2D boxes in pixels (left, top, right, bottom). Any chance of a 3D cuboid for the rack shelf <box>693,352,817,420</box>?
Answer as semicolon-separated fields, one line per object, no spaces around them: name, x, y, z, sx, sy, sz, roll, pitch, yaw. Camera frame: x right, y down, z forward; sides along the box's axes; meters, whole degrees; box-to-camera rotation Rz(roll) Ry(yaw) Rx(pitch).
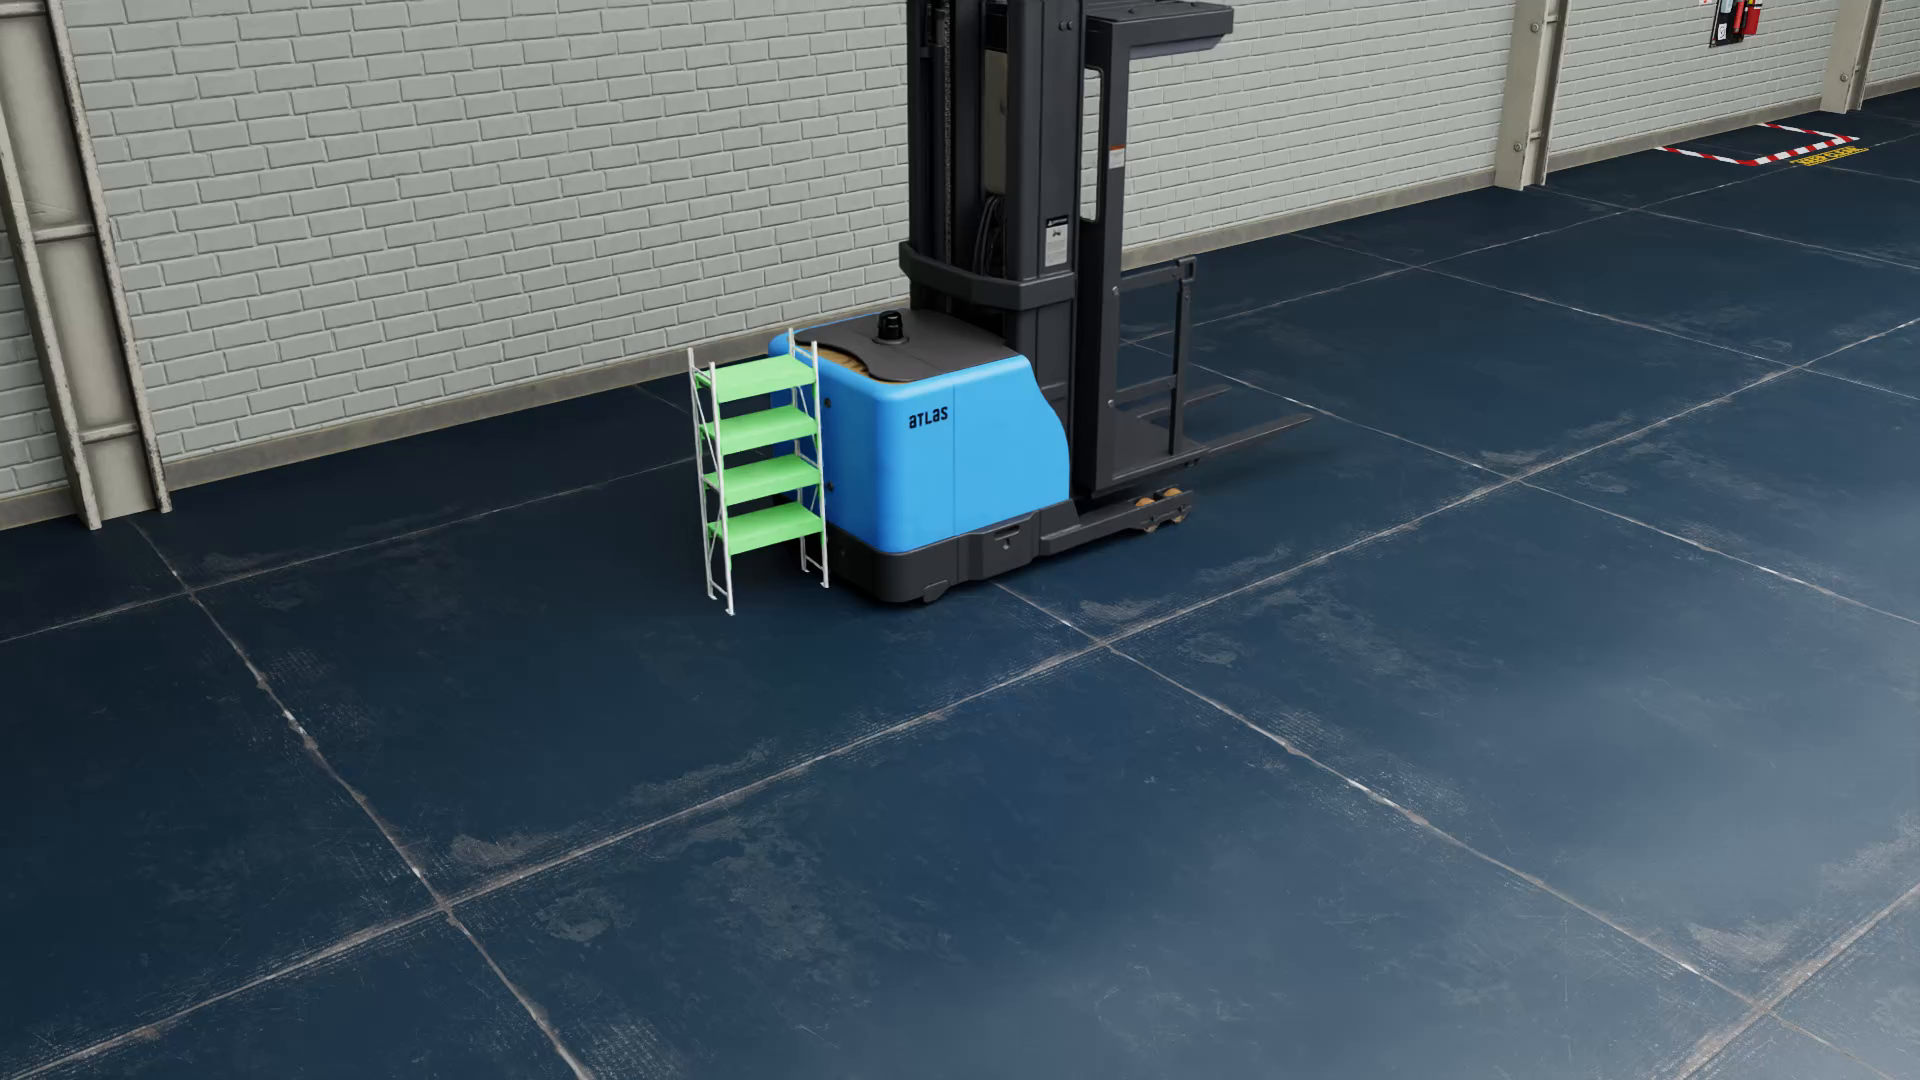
rack shelf;-0.900;-0.680;7.294;0.480;0.148;0.258;-16;29;-29

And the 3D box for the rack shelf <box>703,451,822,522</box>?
rack shelf;-0.895;-0.245;7.498;0.480;0.148;0.258;-16;29;-29

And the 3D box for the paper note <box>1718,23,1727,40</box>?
paper note;7.703;-5.136;16.799;0.142;0.148;0.016;-18;31;-34

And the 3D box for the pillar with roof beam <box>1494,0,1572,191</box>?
pillar with roof beam;7.788;-5.924;10.325;0.400;9.000;9.100;-18;31;-34

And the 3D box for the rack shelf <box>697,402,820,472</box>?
rack shelf;-0.897;-0.462;7.396;0.480;0.148;0.258;-16;29;-29

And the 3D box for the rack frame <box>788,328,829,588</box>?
rack frame;-0.690;-0.361;7.589;0.015;1.200;0.240;-16;29;-29

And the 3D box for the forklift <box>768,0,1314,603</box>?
forklift;0.562;-1.529;8.064;3.031;2.935;1.130;-18;30;-34

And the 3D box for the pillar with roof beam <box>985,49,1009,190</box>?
pillar with roof beam;3.067;-4.366;6.967;0.400;9.000;9.100;-18;31;-34

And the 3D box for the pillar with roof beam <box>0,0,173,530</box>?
pillar with roof beam;-1.655;-2.807;3.609;0.400;9.000;9.100;-18;31;-34

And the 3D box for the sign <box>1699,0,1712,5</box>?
sign;7.386;-5.465;16.420;0.234;0.329;0.001;-18;31;-34

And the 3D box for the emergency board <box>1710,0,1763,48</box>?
emergency board;7.885;-5.558;16.663;0.643;1.169;0.194;-18;31;-34

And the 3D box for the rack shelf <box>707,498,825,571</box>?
rack shelf;-0.892;-0.028;7.600;0.480;0.148;0.258;-16;29;-29

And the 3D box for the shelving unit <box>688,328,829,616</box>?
shelving unit;-0.895;-0.303;7.471;0.503;1.200;0.258;-16;29;-29

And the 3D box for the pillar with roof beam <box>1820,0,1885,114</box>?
pillar with roof beam;12.510;-7.483;13.683;0.400;9.000;9.100;-18;31;-34

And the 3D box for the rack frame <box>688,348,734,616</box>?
rack frame;-1.101;-0.245;7.353;0.015;1.200;0.240;-16;29;-29
